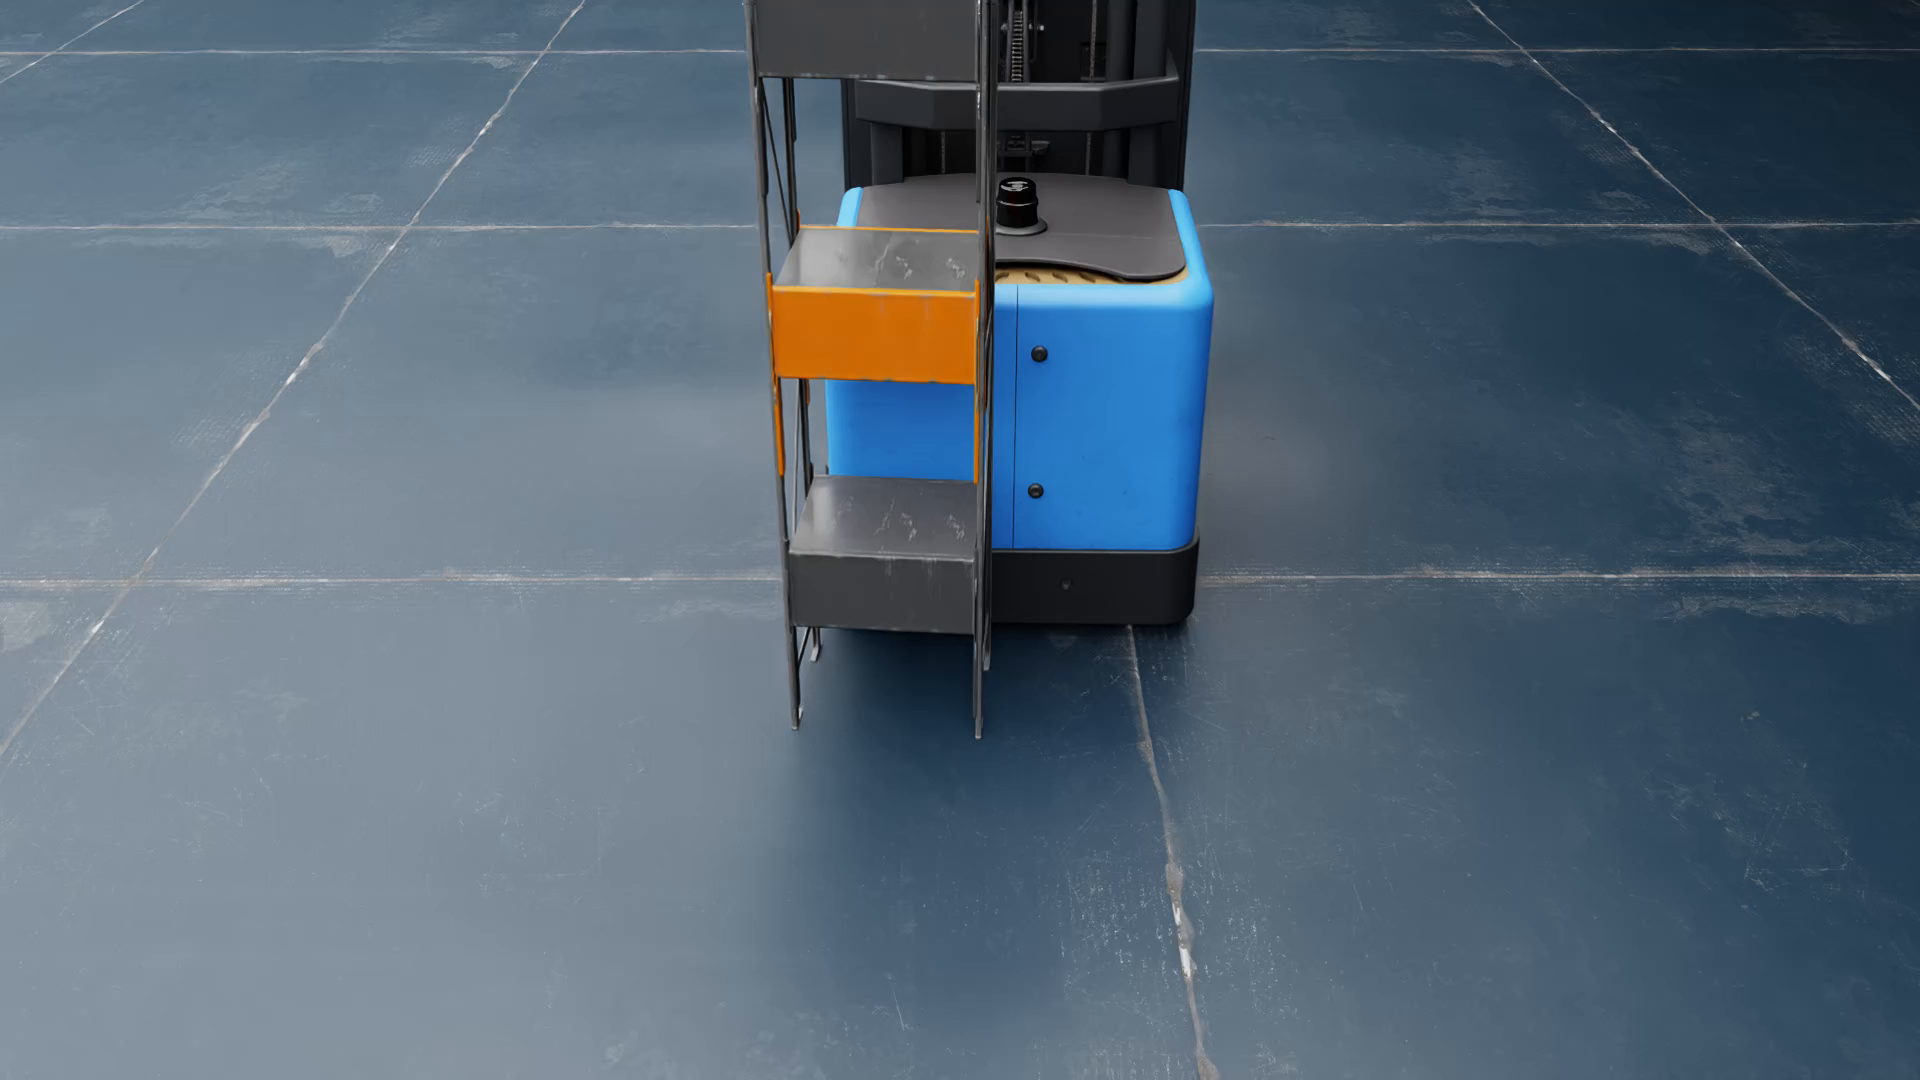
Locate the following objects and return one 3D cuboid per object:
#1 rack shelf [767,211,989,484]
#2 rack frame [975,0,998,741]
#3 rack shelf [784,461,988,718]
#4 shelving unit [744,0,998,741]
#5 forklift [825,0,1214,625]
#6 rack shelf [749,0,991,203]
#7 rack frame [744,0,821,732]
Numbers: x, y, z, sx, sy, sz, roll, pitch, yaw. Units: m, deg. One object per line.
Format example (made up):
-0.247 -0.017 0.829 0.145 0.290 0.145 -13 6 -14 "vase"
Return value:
-0.179 -0.471 4.029 0.480 0.518 0.431 2 31 4 "rack shelf"
0.064 -0.473 4.005 0.015 2.100 0.400 2 31 4 "rack frame"
-0.179 0.127 4.392 0.480 0.518 0.431 2 31 4 "rack shelf"
-0.179 -0.483 4.022 0.503 2.100 0.431 2 31 4 "shelving unit"
0.177 -1.741 5.293 1.130 2.935 3.031 1 31 1 "forklift"
-0.179 -1.070 3.666 0.480 0.518 0.431 2 31 4 "rack shelf"
-0.422 -0.493 4.039 0.015 2.100 0.400 2 31 4 "rack frame"
